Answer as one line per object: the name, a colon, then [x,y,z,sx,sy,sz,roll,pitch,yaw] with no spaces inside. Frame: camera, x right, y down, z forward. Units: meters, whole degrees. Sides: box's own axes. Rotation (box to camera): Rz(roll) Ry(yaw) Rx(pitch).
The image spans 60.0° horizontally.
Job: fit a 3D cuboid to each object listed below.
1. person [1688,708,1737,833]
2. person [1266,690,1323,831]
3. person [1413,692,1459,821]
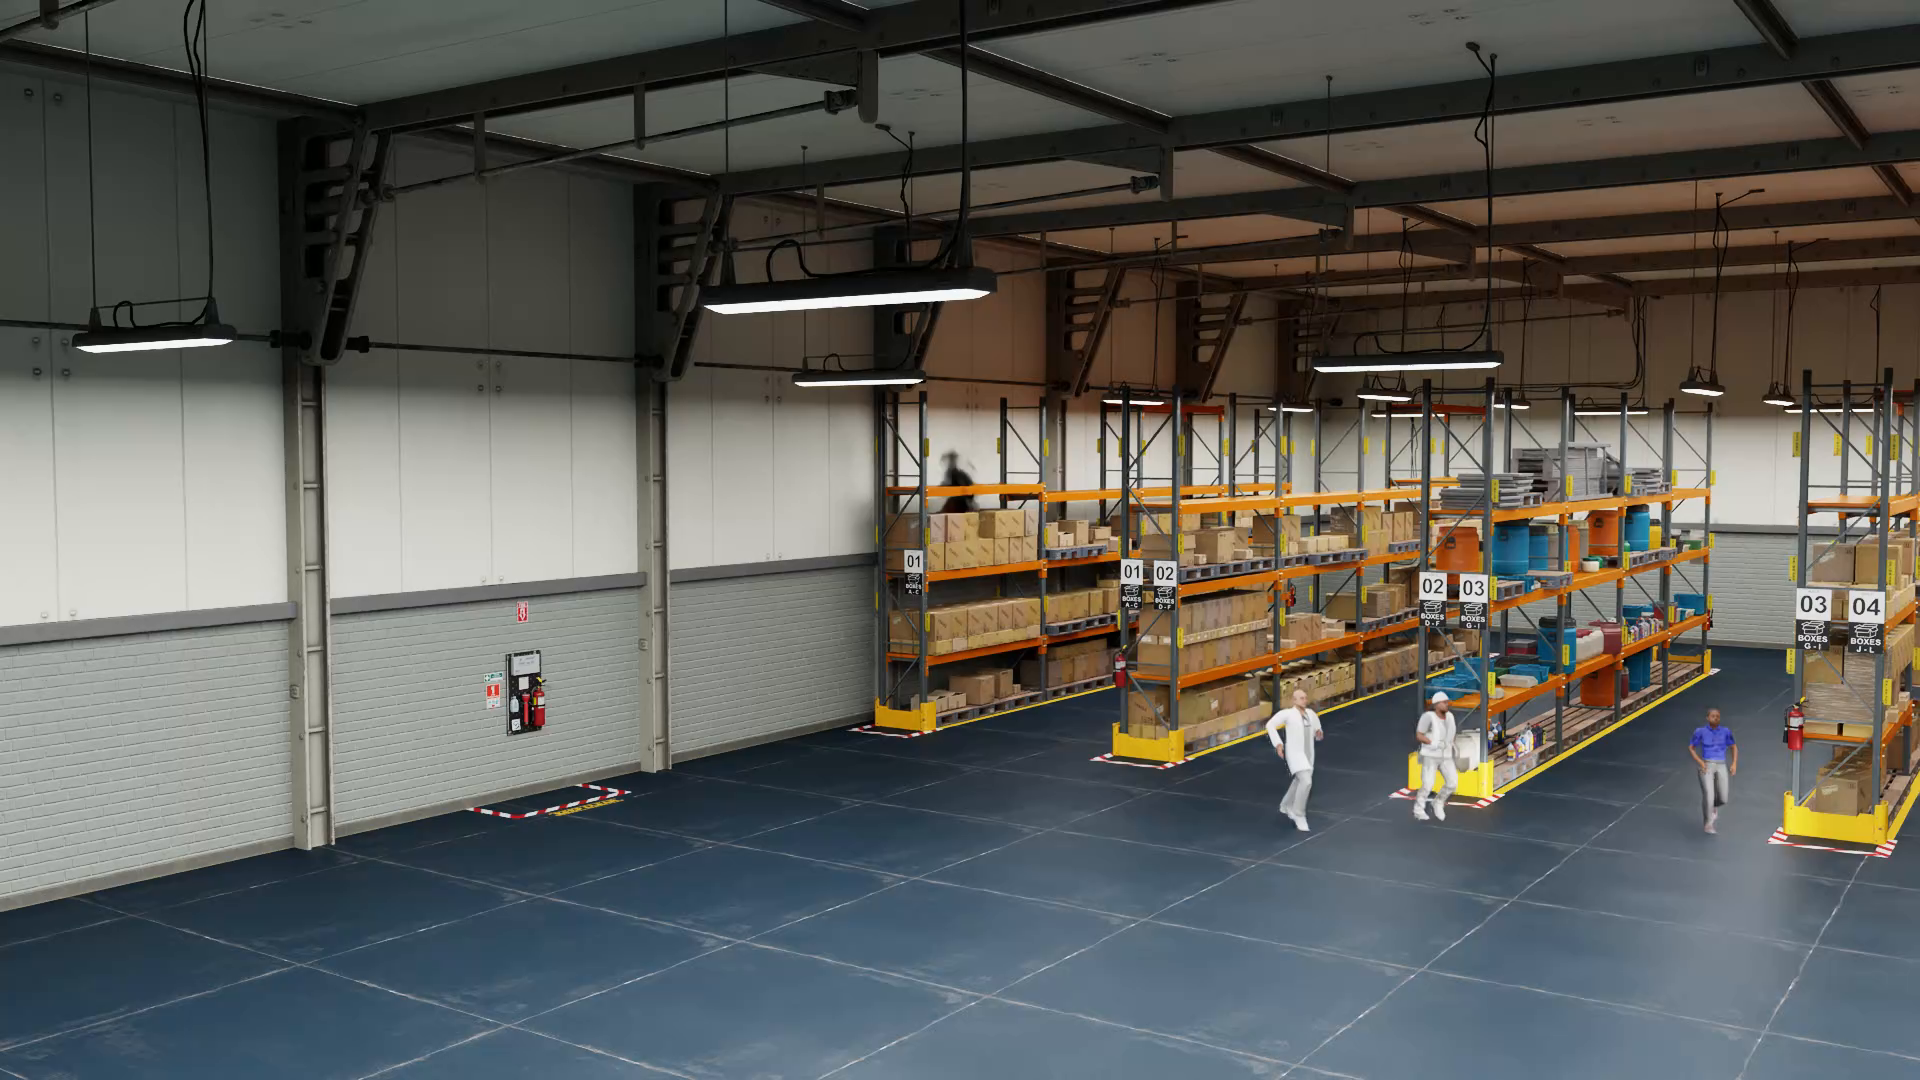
person: [9.844,2.998,21.744,0.616,1.609,0.559,0,3,9]
person: [4.489,2.898,21.992,0.674,1.840,0.823,-2,4,-33]
person: [6.414,2.896,22.198,0.684,1.731,0.661,-1,3,-14]
